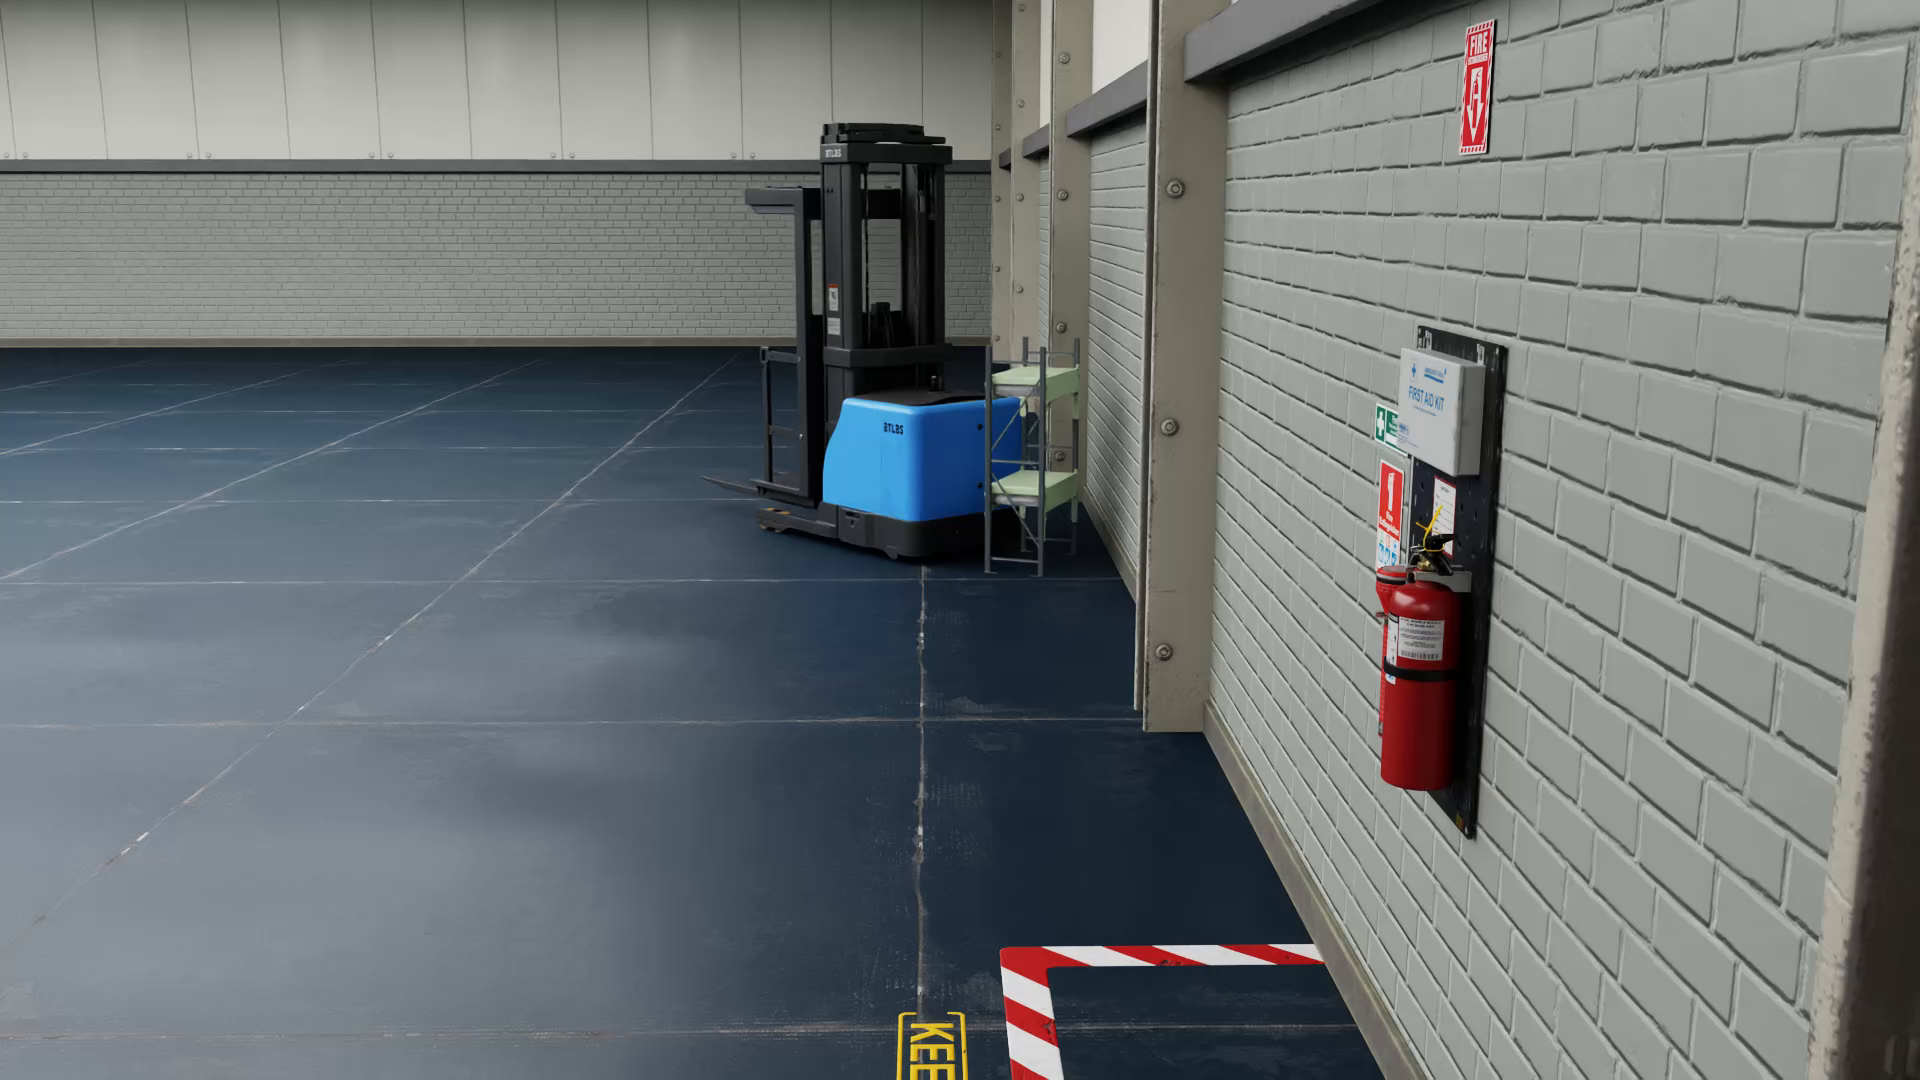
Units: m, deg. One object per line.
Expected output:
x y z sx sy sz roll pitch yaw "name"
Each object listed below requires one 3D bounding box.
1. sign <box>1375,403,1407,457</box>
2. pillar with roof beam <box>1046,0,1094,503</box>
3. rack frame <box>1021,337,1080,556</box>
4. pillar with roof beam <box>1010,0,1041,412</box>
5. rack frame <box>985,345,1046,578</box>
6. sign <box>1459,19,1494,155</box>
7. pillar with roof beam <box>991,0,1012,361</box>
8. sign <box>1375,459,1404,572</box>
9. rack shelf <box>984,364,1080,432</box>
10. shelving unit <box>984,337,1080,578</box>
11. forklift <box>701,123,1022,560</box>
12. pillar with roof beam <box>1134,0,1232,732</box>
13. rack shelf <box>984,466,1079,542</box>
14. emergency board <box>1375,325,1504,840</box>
1.196 -0.308 4.611 0.001 0.109 0.331 0 11 -1 "sign"
-3.426 -4.738 12.780 9.100 9.000 0.400 0 11 -1 "pillar with roof beam"
0.617 -0.638 11.432 0.400 1.500 0.023 4 12 20 "rack frame"
-3.550 -5.931 18.659 9.100 9.000 0.400 0 11 -1 "pillar with roof beam"
0.356 -0.502 10.762 0.400 1.500 0.023 4 12 20 "rack frame"
1.213 -1.060 3.908 0.001 0.298 0.199 0 11 -1 "sign"
-3.674 -7.123 24.538 9.100 9.000 0.400 0 11 -1 "pillar with roof beam"
1.205 -0.049 4.669 0.001 0.329 0.234 0 11 -1 "sign"
0.487 -0.952 11.019 0.431 0.370 0.720 4 12 20 "rack shelf"
0.487 -0.570 11.097 0.431 1.500 0.755 4 12 20 "shelving unit"
-0.873 -1.541 12.281 1.130 2.935 3.031 -9 15 -39 "forklift"
-3.302 -3.545 6.901 9.100 9.000 0.400 0 11 -1 "pillar with roof beam"
0.487 -0.251 11.161 0.431 0.370 0.720 4 12 20 "rack shelf"
1.113 0.078 4.128 0.194 1.169 0.643 0 11 -1 "emergency board"
